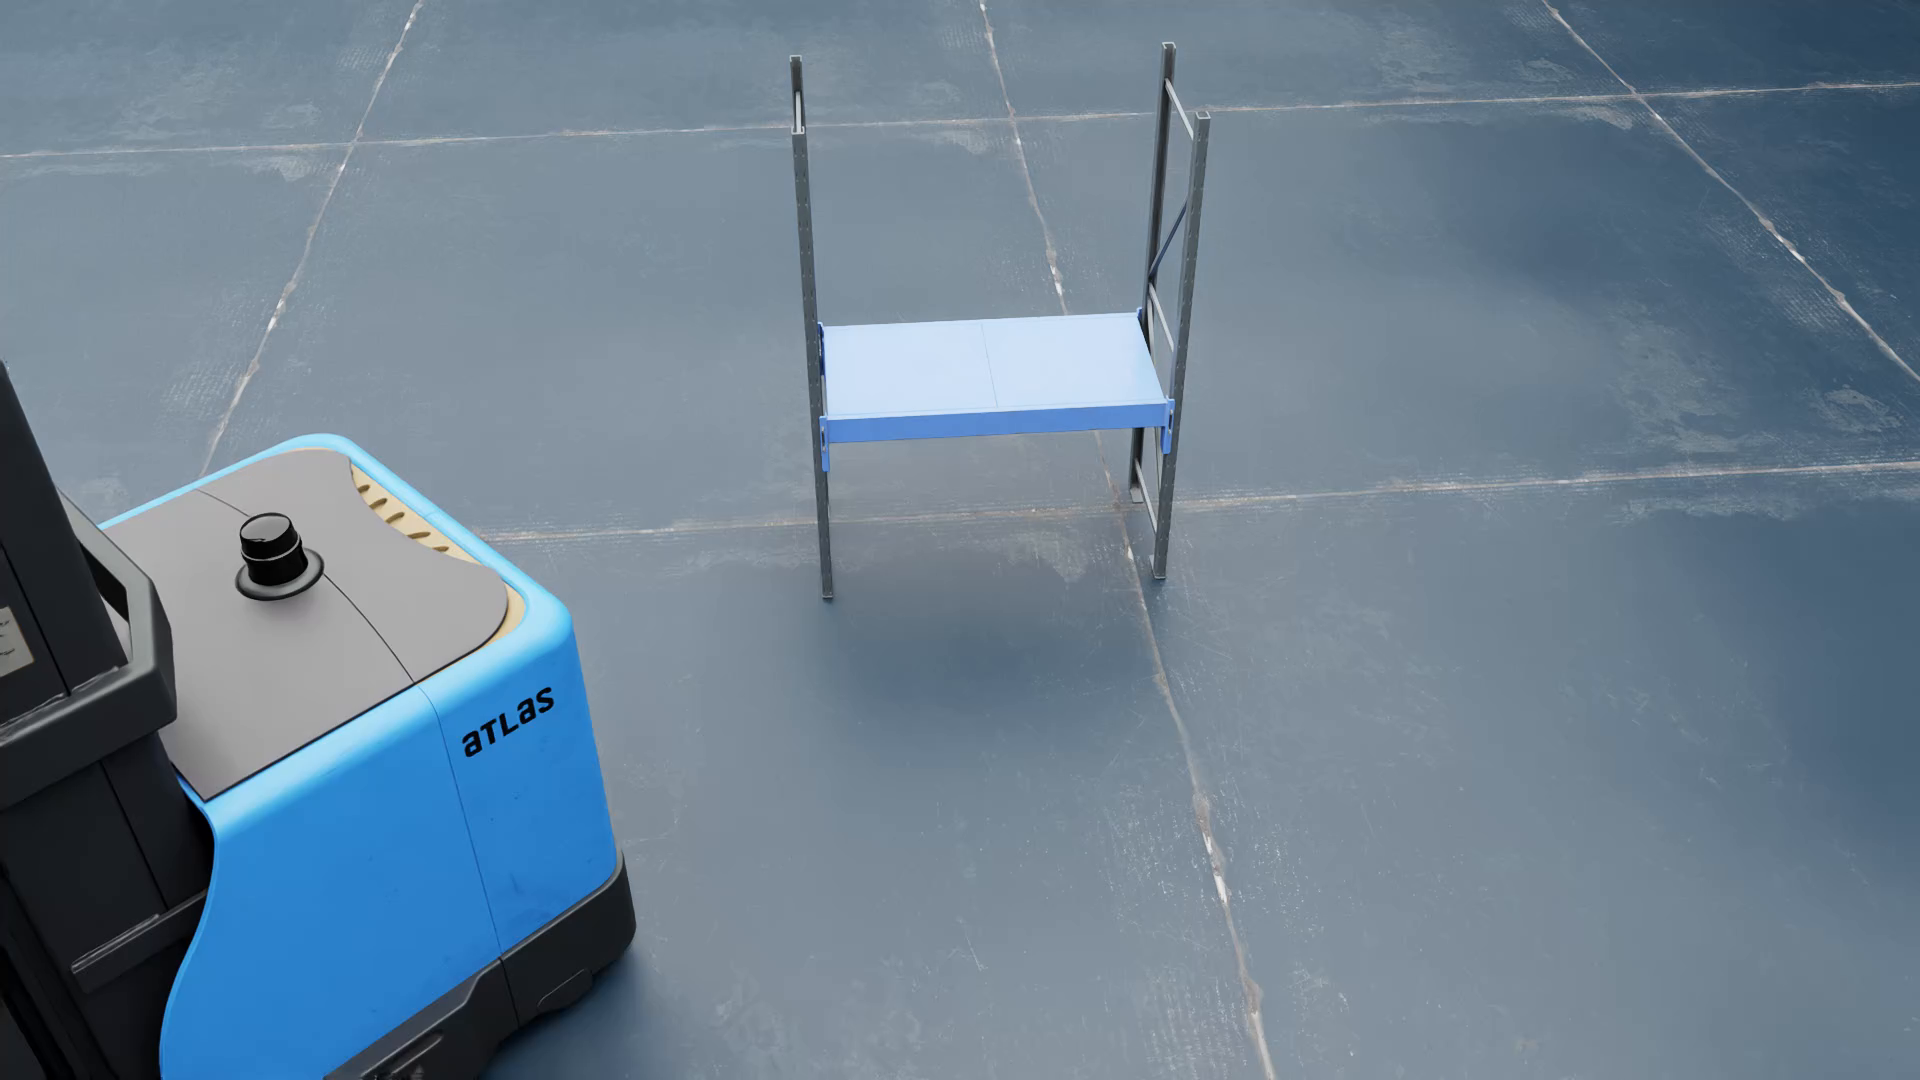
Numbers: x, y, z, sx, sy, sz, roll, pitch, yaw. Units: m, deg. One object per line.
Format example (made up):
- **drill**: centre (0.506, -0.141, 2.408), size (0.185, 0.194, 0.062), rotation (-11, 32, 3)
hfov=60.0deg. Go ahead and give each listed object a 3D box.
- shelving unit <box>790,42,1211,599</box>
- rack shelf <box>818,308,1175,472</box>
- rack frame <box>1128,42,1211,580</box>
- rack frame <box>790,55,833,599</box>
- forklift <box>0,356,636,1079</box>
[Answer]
- **shelving unit**: centre (0.085, -0.593, 4.791), size (1.048, 1.500, 0.538), rotation (-3, 38, -4)
- **rack shelf**: centre (0.085, -0.452, 4.903), size (1.000, 0.185, 0.538), rotation (-3, 38, -4)
- **rack frame**: centre (0.591, -0.621, 4.827), size (0.032, 1.500, 0.500), rotation (-3, 38, -4)
- **rack frame**: centre (-0.421, -0.566, 4.756), size (0.032, 1.500, 0.500), rotation (-3, 38, -4)
- **forklift**: centre (-2.156, 0.283, 2.525), size (1.130, 2.935, 3.031), rotation (31, 48, 33)
